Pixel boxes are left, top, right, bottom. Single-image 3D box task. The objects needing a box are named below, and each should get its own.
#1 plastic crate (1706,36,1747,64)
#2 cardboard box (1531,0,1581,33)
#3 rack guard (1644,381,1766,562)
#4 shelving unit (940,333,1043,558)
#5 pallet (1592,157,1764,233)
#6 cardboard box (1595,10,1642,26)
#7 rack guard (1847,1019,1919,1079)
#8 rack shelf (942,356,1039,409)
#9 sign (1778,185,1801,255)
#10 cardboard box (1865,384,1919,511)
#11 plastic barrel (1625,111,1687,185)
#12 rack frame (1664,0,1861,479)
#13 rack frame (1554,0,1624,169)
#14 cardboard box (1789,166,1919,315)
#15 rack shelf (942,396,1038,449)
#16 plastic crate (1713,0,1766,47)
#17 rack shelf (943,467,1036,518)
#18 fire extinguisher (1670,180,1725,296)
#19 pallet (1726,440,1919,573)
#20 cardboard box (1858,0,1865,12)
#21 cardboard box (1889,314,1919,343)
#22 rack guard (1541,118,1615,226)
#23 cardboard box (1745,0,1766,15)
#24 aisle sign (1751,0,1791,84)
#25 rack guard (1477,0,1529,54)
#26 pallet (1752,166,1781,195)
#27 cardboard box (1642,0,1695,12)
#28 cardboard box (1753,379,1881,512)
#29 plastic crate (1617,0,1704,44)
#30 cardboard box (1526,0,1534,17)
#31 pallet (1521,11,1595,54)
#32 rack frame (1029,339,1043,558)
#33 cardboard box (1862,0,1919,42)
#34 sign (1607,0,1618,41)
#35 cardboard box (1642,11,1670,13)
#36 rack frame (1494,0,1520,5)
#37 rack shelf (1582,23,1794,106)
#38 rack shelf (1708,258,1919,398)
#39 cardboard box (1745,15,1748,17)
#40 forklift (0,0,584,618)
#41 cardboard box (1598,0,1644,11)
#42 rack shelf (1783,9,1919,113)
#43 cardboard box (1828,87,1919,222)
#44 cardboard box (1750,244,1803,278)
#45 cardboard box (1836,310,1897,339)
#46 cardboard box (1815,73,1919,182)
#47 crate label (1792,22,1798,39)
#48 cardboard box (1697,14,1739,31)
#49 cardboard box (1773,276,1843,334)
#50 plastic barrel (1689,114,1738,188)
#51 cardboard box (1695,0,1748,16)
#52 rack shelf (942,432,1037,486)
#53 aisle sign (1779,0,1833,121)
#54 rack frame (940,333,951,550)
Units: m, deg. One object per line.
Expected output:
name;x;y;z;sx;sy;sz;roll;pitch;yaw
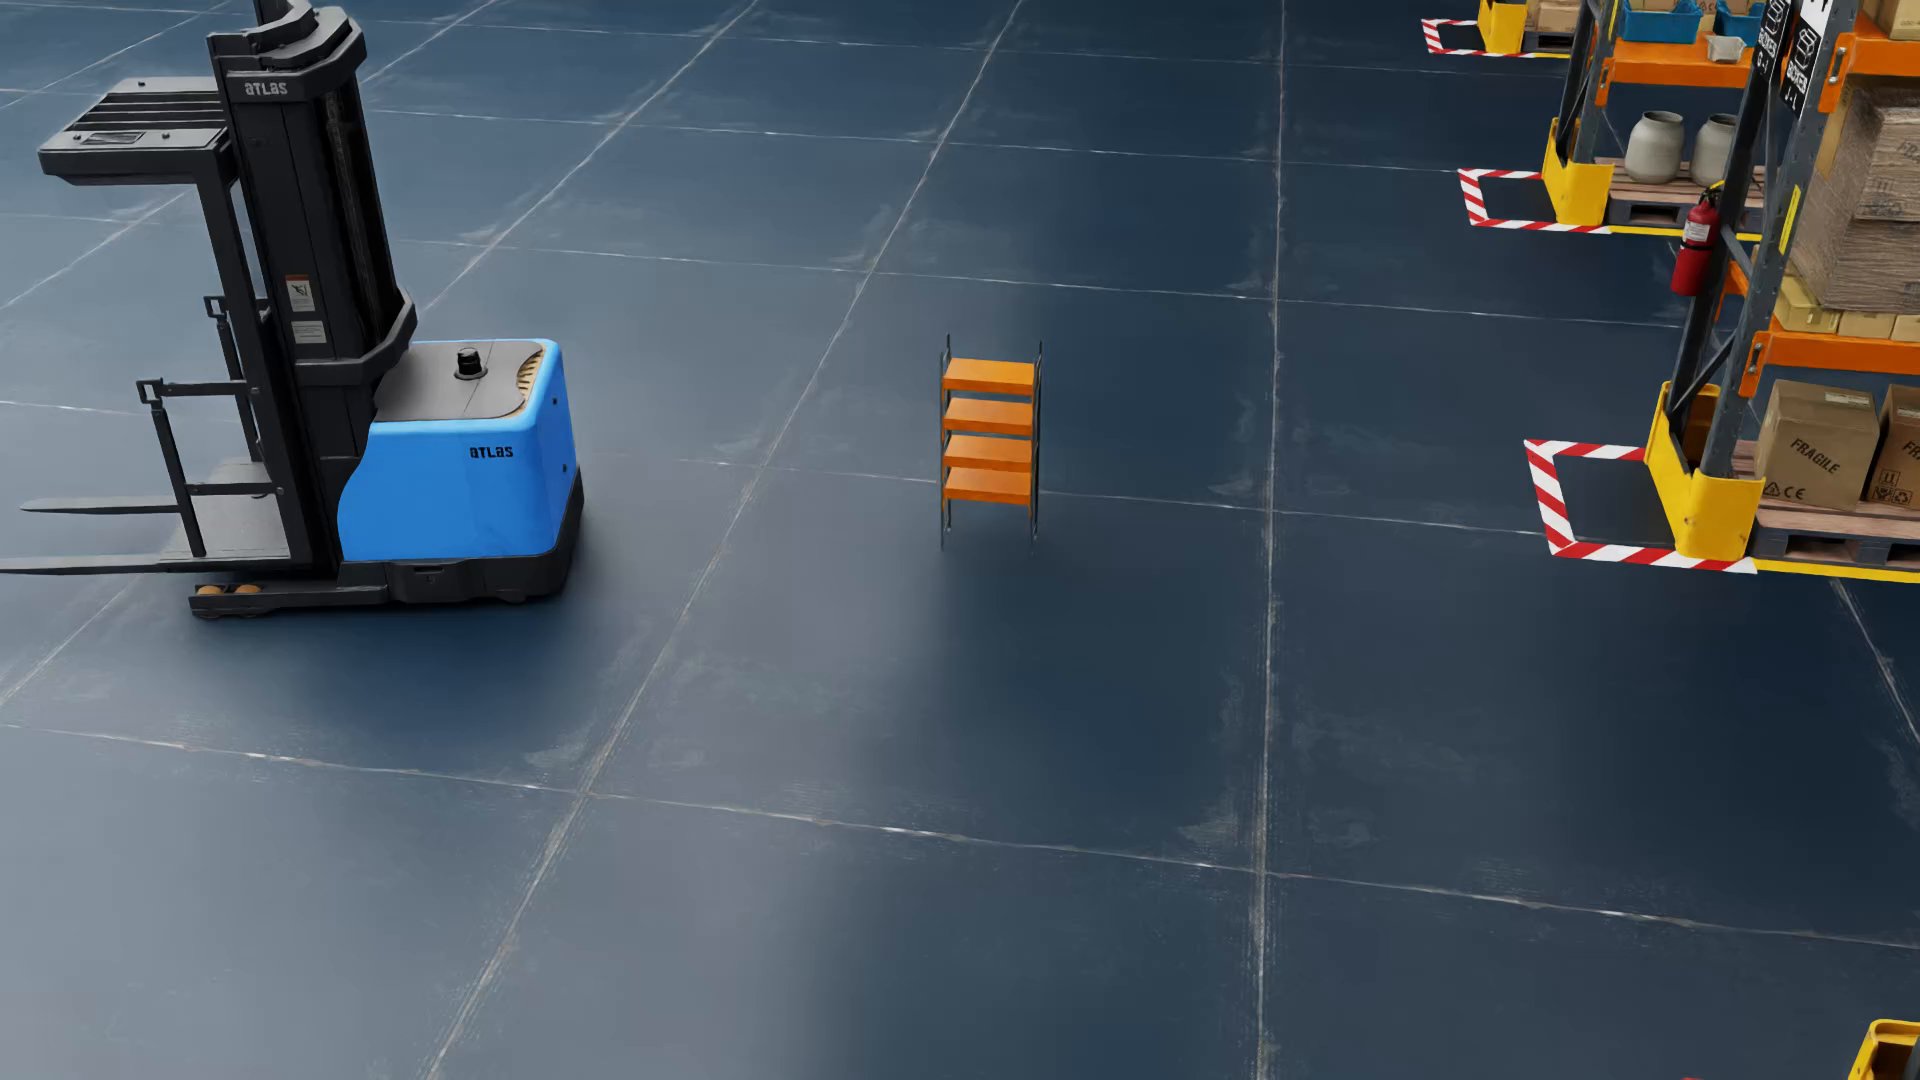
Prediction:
plastic crate;5.791;-3.706;12.592;0.250;0.136;0.298;5;32;8
cardboard box;6.291;-5.505;17.413;0.500;0.250;0.500;5;32;8
rack guard;4.204;-0.409;9.433;0.348;0.500;1.175;5;32;8
shelving unit;0.163;-0.494;8.908;0.503;1.200;0.258;5;32;8
pallet;5.845;-2.826;13.567;1.213;0.211;1.003;5;32;8
cardboard box;6.784;-5.462;17.344;0.500;0.250;0.500;5;32;8
rack guard;3.172;2.167;5.317;0.348;0.500;1.175;5;32;8
rack shelf;0.163;-0.827;8.700;0.480;0.148;0.258;5;32;8
sign;4.038;-1.559;8.097;0.005;0.325;0.100;5;32;8
cardboard box;5.337;-0.494;9.172;0.500;0.500;0.500;14;35;21
plastic barrel;5.624;-3.171;13.437;0.421;0.512;0.421;0;32;0
rack frame;4.129;-1.476;8.780;0.127;3.000;1.000;5;32;8
rack frame;4.963;-4.066;12.919;0.127;3.000;1.000;5;32;8
cardboard box;4.667;-1.581;8.573;0.500;0.500;0.875;5;32;8
rack shelf;0.163;-0.626;8.825;0.480;0.148;0.258;5;32;8
plastic crate;6.146;-4.054;13.039;0.408;0.251;0.499;5;32;8
rack shelf;0.163;-0.268;9.049;0.480;0.148;0.258;5;32;8
fire extinguisher;4.094;-1.694;9.202;0.183;0.674;0.296;5;32;8
pallet;4.999;-0.196;9.364;1.213;0.211;1.003;5;32;8
cardboard box;4.647;-2.773;8.168;0.500;0.250;0.500;6;33;9
cardboard box;4.857;-1.156;8.507;0.250;0.149;0.380;5;32;8
rack guard;5.045;-3.024;13.610;0.348;0.500;1.175;5;32;8
cardboard box;8.264;-5.650;16.938;0.500;0.500;0.500;5;32;8
aisle sign;4.119;-2.740;8.350;0.004;0.787;0.394;5;32;8
rack guard;5.776;-5.599;17.724;0.348;0.500;1.175;5;32;8
pallet;7.044;-2.716;13.391;1.213;0.211;1.003;5;32;8
cardboard box;7.279;-5.741;17.083;0.500;0.500;0.500;5;32;8
cardboard box;4.742;-0.529;9.229;0.500;0.500;0.500;11;34;17
plastic crate;5.506;-4.115;13.137;0.616;0.251;0.499;5;32;8
cardboard box;6.378;-5.775;17.845;0.500;0.250;0.500;5;32;8
pallet;6.561;-5.428;17.723;1.213;0.211;1.003;5;32;8
rack frame;0.404;-0.472;8.873;0.015;1.200;0.240;5;32;8
cardboard box;4.561;-2.505;7.739;0.500;0.250;0.500;6;33;10
sign;4.866;-3.896;12.386;0.005;0.325;0.100;5;32;8
cardboard box;7.277;-5.417;17.273;0.500;0.250;0.500;5;32;8
rack frame;5.800;-6.656;17.057;0.127;3.000;1.000;5;32;8
rack shelf;6.934;-3.582;12.824;4.000;0.370;1.077;5;32;8
rack shelf;6.101;-0.992;8.686;4.000;0.370;1.077;5;32;8
cardboard box;8.262;-5.325;17.127;0.500;0.250;0.500;5;32;8
forklift;-3.624;-1.127;8.288;3.031;2.935;1.130;-2;32;-3
cardboard box;6.784;-5.779;17.144;0.500;0.500;0.500;5;32;8
rack shelf;6.101;-2.264;7.890;4.000;0.370;1.077;5;32;8
cardboard box;4.626;-1.876;8.103;0.500;0.500;0.500;5;32;8
cardboard box;4.445;-1.452;8.979;0.250;0.149;0.380;5;32;8
cardboard box;4.613;-1.187;8.555;0.250;0.149;0.380;5;32;8
cardboard box;4.713;-2.148;8.537;0.500;0.500;0.500;5;32;8
crate label;6.822;-4.058;12.873;0.616;0.435;0.502;5;32;8
cardboard box;7.769;-5.370;17.197;0.500;0.250;0.500;5;32;8
cardboard box;4.370;-1.219;8.607;0.250;0.149;0.380;5;32;8
plastic barrel;6.118;-3.126;13.366;0.421;0.512;0.421;0;32;0
cardboard box;7.769;-5.687;16.998;0.500;0.500;0.500;5;32;8
rack shelf;0.163;-0.437;8.944;0.480;0.148;0.258;5;32;8
aisle sign;4.018;-2.426;7.849;0.004;0.787;0.394;5;32;8
rack frame;-0.077;-0.516;8.943;0.015;1.200;0.240;5;32;8
